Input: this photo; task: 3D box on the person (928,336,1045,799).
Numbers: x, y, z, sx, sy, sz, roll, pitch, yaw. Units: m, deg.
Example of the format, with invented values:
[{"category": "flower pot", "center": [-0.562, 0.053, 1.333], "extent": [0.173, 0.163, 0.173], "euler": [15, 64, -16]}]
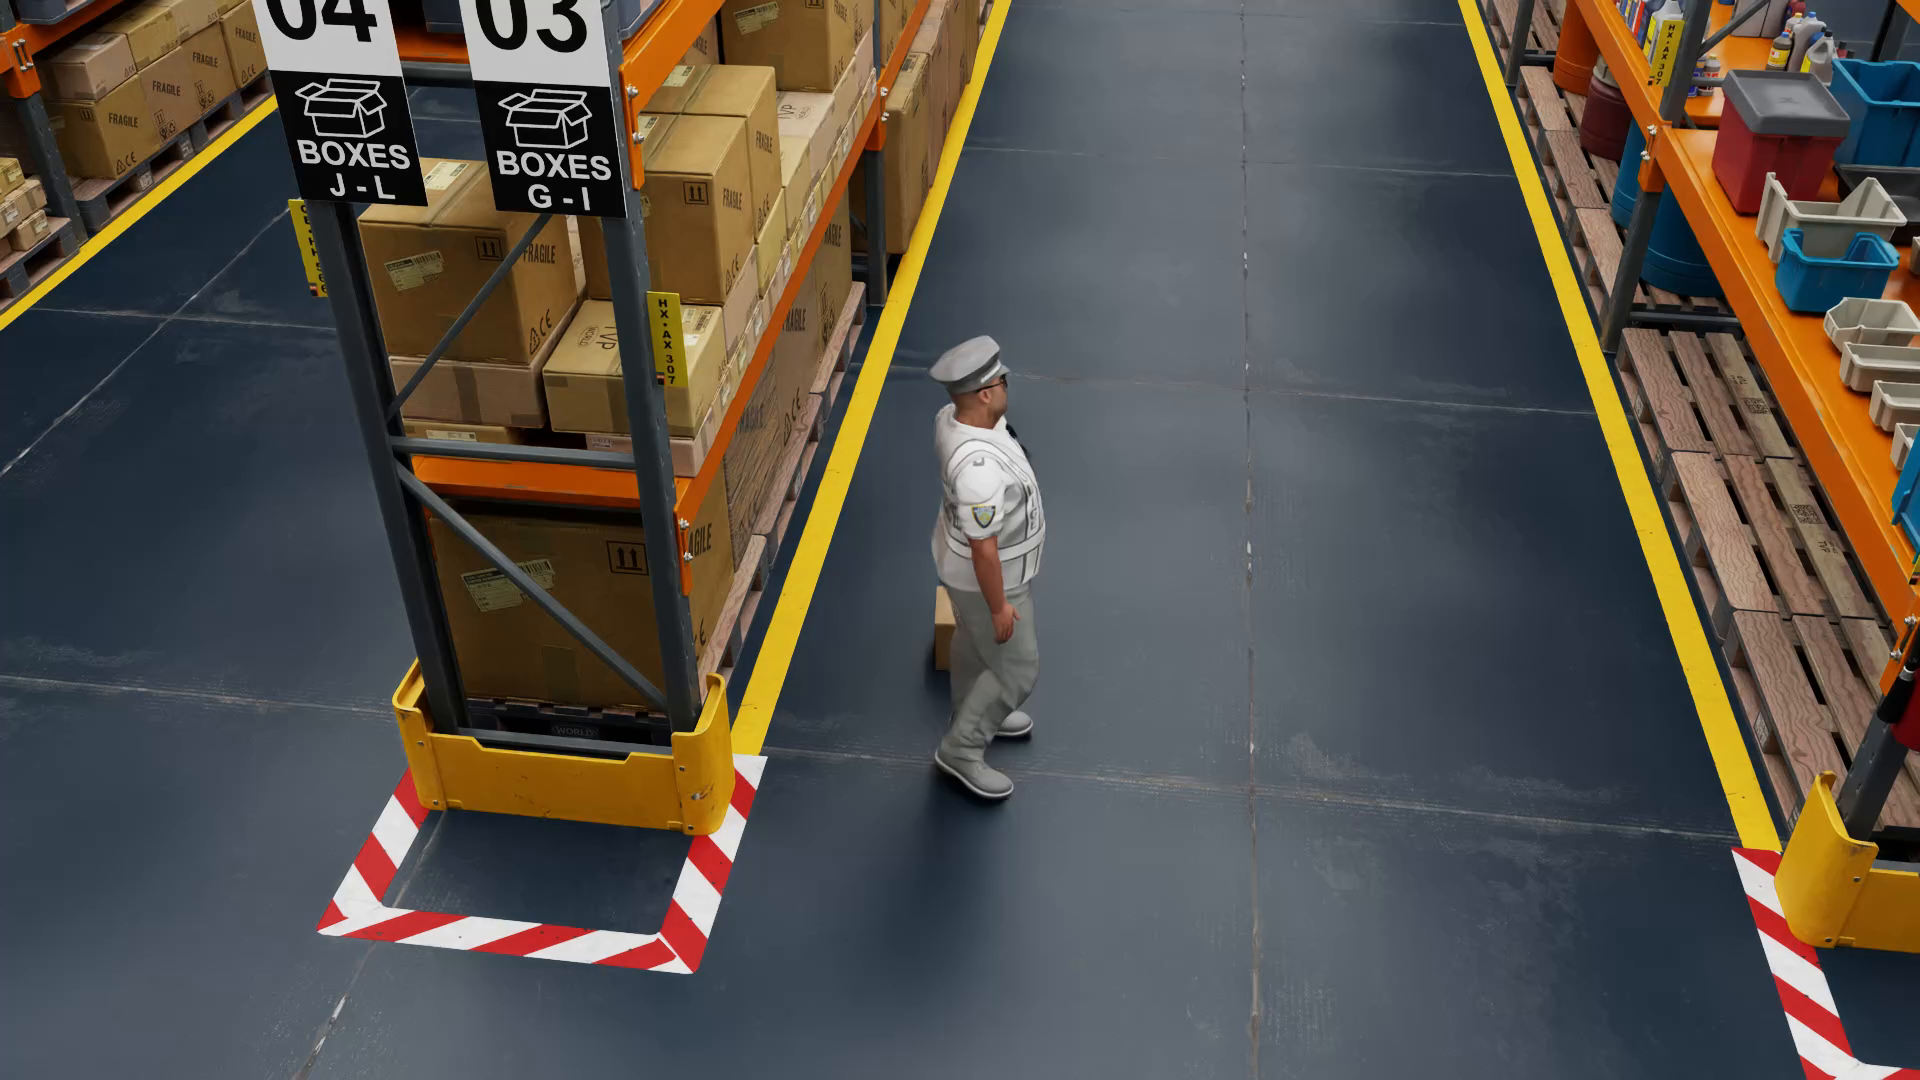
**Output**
[{"category": "person", "center": [0.092, 0.100, 5.972], "extent": [0.421, 1.760, 0.622], "euler": [-4, 36, -6]}]
